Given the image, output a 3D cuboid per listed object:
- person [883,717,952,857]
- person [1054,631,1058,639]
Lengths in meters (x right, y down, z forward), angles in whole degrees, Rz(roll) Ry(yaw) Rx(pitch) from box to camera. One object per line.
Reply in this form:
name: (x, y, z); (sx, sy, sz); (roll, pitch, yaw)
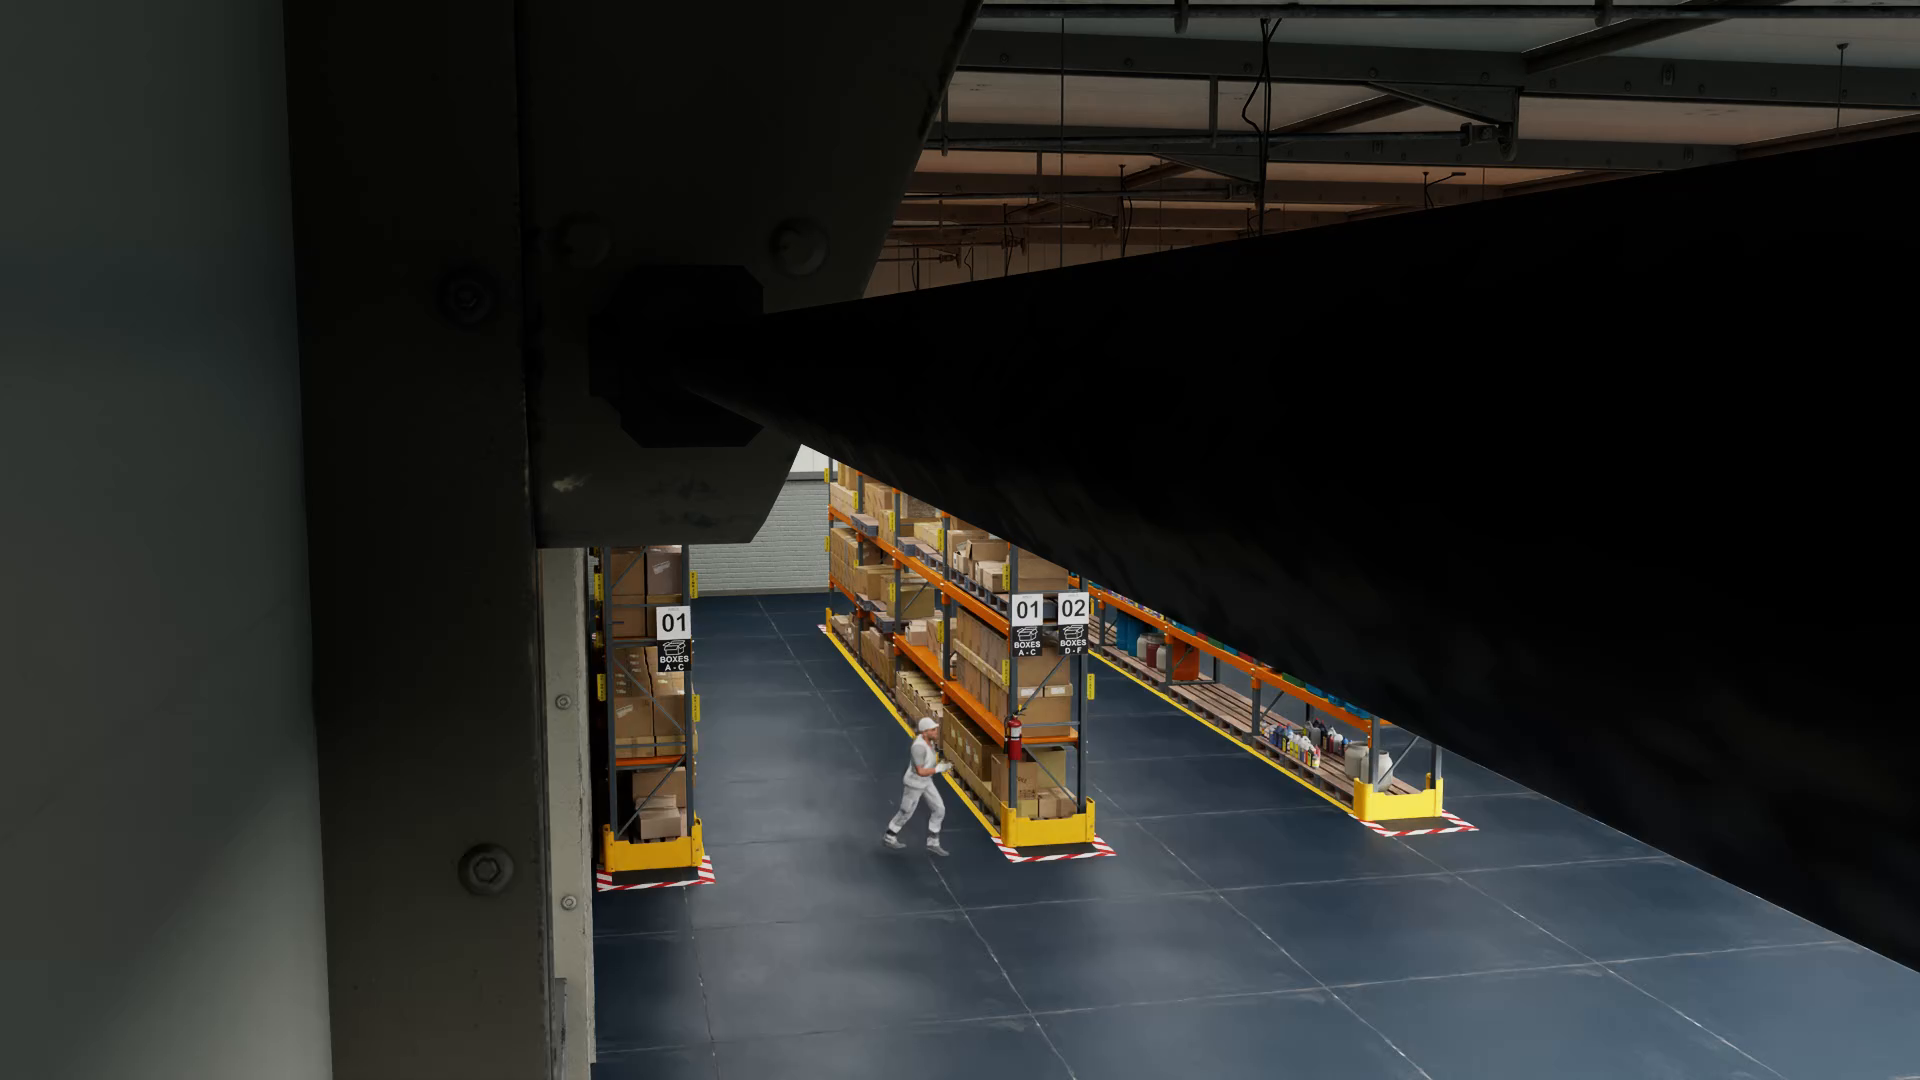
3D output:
person: (-0.513, 3.030, 20.445); (0.952, 1.769, 0.672); (3, 7, 25)
person: (1.978, 1.619, 32.644); (0.576, 1.684, 0.653); (-1, 7, -10)
